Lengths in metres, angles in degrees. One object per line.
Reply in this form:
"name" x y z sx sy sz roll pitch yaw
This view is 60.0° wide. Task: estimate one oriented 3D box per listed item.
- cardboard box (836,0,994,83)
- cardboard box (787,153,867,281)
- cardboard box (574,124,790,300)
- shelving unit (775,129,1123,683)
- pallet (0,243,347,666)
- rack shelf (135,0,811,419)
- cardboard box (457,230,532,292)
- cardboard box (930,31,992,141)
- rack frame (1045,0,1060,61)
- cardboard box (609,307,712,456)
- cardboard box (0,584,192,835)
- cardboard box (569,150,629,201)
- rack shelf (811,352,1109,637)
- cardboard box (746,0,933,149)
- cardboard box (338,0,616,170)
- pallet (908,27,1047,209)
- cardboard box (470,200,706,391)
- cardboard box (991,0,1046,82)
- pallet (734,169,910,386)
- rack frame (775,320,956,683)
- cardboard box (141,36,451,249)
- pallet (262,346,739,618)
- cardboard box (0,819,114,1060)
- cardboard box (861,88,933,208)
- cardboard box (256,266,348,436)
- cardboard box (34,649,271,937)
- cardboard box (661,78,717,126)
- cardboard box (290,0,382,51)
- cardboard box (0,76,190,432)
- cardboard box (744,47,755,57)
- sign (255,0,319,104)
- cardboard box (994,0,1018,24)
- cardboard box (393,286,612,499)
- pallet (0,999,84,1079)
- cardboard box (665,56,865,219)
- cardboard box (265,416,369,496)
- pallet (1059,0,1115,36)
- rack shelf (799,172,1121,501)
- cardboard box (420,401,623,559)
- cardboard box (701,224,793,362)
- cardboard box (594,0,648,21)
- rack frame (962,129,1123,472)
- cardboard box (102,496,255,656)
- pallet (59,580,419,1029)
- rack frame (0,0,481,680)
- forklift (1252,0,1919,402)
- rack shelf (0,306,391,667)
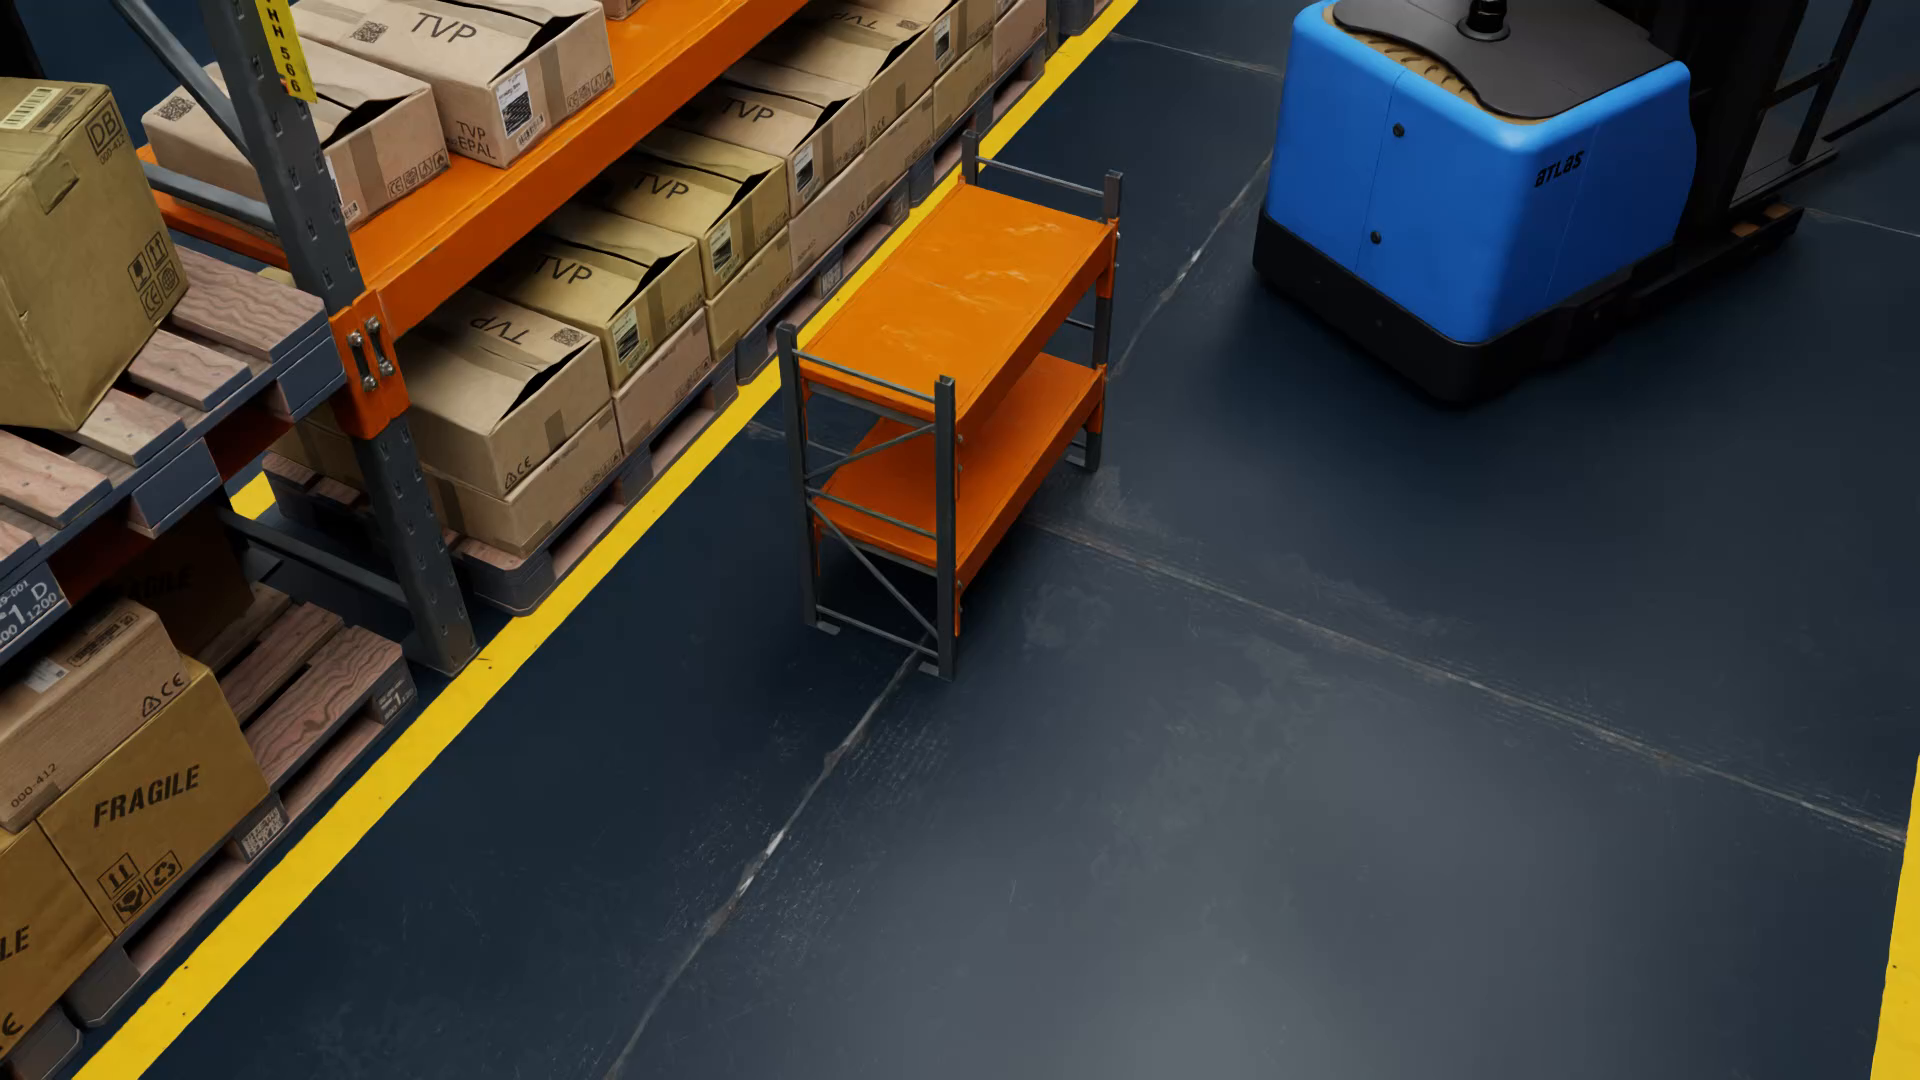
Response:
"cardboard box" -0.203 -2.068 6.429 0.500 0.311 0.500 22 49 20
"cardboard box" -0.680 -1.233 5.998 0.500 0.250 0.500 21 49 20
"cardboard box" -0.911 -1.115 5.487 0.500 0.311 0.500 19 48 18
"shelving unit" -0.003 -0.391 4.846 0.538 1.125 1.048 20 49 19
"pallet" -2.142 -0.332 3.604 1.213 0.211 1.003 20 49 19
"rack shelf" -0.961 -1.857 5.482 1.077 0.370 4.000 20 49 19
"cardboard box" -1.629 -0.969 5.342 0.500 0.311 0.500 20 49 18
"cardboard box" -0.205 -1.876 6.633 0.500 0.250 0.500 20 49 18
"rack frame" -0.033 -3.370 6.471 1.000 3.000 0.127 20 49 19
"cardboard box" -1.154 -0.581 5.353 0.500 0.250 0.500 19 48 18
"cardboard box" -2.139 0.314 3.752 0.500 0.250 0.500 22 49 21
"cardboard box" -1.393 -1.286 5.656 0.500 0.311 0.500 20 49 19
"rack shelf" -0.003 -0.219 5.020 0.538 0.278 1.000 20 49 19
"cardboard box" -0.437 -1.755 6.119 0.500 0.311 0.500 20 49 19
"cardboard box" -1.303 -1.318 4.506 0.500 0.311 0.500 20 49 19
"pallet" -0.340 -1.913 6.992 1.003 0.211 1.213 20 49 19
"cardboard box" -1.150 -0.795 5.170 0.500 0.311 0.500 19 48 18
"cardboard box" 0.031 -2.194 6.947 0.500 0.250 0.500 20 49 19
"pallet" -0.906 -1.141 6.229 1.003 0.211 1.213 20 49 19
"rack frame" -0.239 -0.071 4.529 0.500 1.125 0.032 20 49 19
"cardboard box" -1.682 -1.033 4.225 0.500 0.311 0.500 23 50 21
"pallet" -1.473 -0.375 5.473 1.003 0.211 1.213 20 49 19
"cardboard box" -2.357 0.867 3.733 0.500 0.500 0.500 19 48 18
"cardboard box" -0.442 -1.553 6.314 0.500 0.250 0.500 21 49 20
"cardboard box" -1.865 -0.639 5.017 0.500 0.311 0.500 22 49 20
"cardboard box" -2.116 0.541 4.055 0.500 0.500 0.500 22 49 21
"cardboard box" -1.158 -1.601 5.967 0.500 0.311 0.500 22 49 20
"cardboard box" -1.717 -1.419 4.721 0.380 0.149 0.250 20 49 19
"cardboard box" -2.082 -0.599 3.367 0.700 0.500 0.500 6 46 6
"cardboard box" -0.922 -1.930 6.292 0.500 0.311 0.500 19 48 18
"sign" -1.405 -1.056 3.426 0.100 0.325 0.005 20 49 19
"cardboard box" 0.033 -2.398 6.755 0.500 0.311 0.500 20 49 19
"cardboard box" -1.387 -0.461 4.840 0.500 0.311 0.500 22 49 20
"pallet" -2.837 1.354 3.764 1.003 0.211 1.213 20 49 19
"cardboard box" -0.673 -1.439 5.807 0.500 0.311 0.500 20 49 19
"cardboard box" -1.862 -0.443 5.217 0.500 0.250 0.500 22 49 20
"pallet" 0.373 -2.877 7.945 1.003 0.211 1.213 20 49 19
"rack shelf" -0.003 -0.597 4.638 0.538 0.278 1.000 20 49 19
"cardboard box" -1.387 -0.264 5.040 0.500 0.250 0.500 20 49 19
"cardboard box" -0.918 -0.910 5.679 0.500 0.250 0.500 19 48 18
"cardboard box" -1.125 -1.948 4.996 0.500 0.500 0.500 18 48 17
"rack frame" 0.233 -0.711 5.162 0.500 1.125 0.032 20 49 19
"cardboard box" -2.354 0.066 4.523 0.500 0.500 0.500 22 49 21
"pallet" -2.270 0.588 4.520 1.003 0.211 1.213 20 49 19
"rack frame" -1.890 -0.850 3.981 1.000 3.000 0.127 20 49 19
"forklift" 2.577 -2.347 5.509 3.031 2.935 1.130 -27 51 -24
"rack shelf" -2.818 0.663 2.992 1.077 0.370 4.000 20 49 19
